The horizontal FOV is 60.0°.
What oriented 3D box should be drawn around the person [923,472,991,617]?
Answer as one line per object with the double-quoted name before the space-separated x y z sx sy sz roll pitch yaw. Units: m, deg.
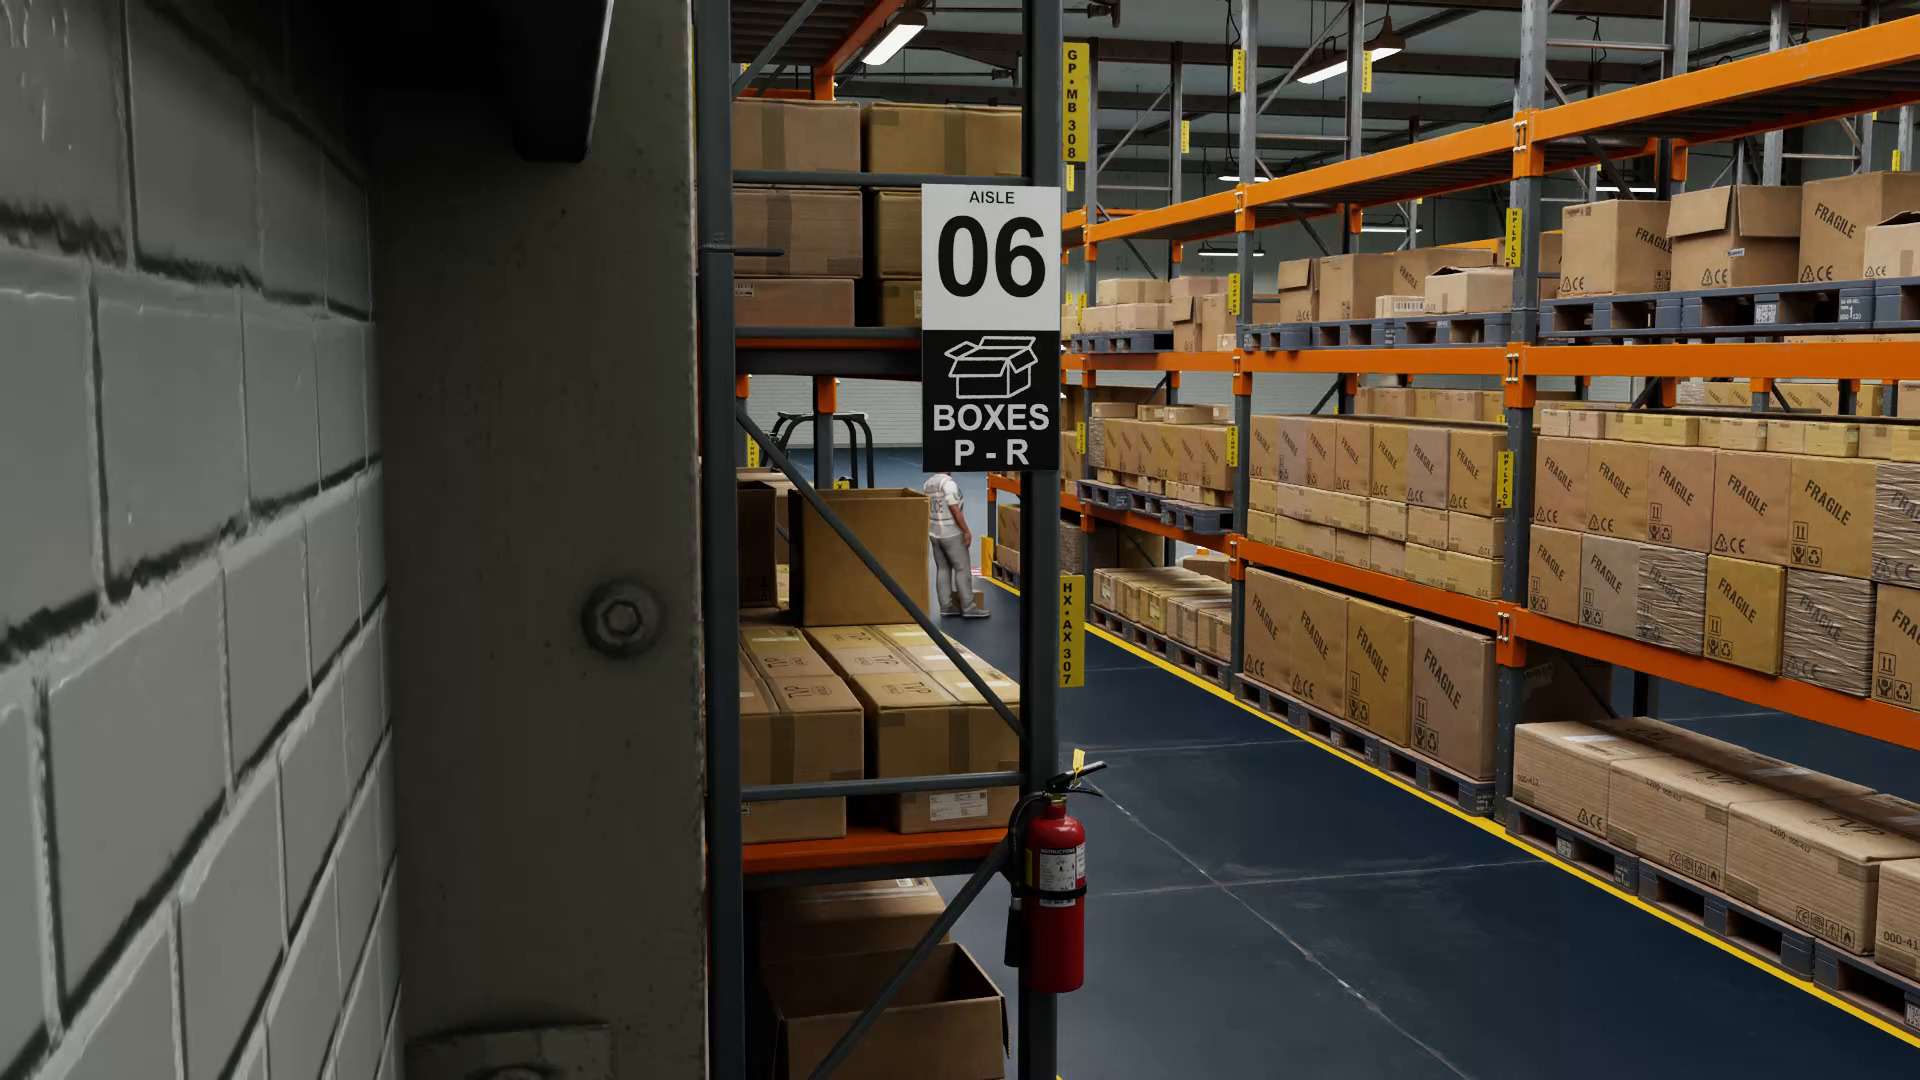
"person" -0.065 -0.074 17.809 0.575 1.781 0.640 -5 8 -38
